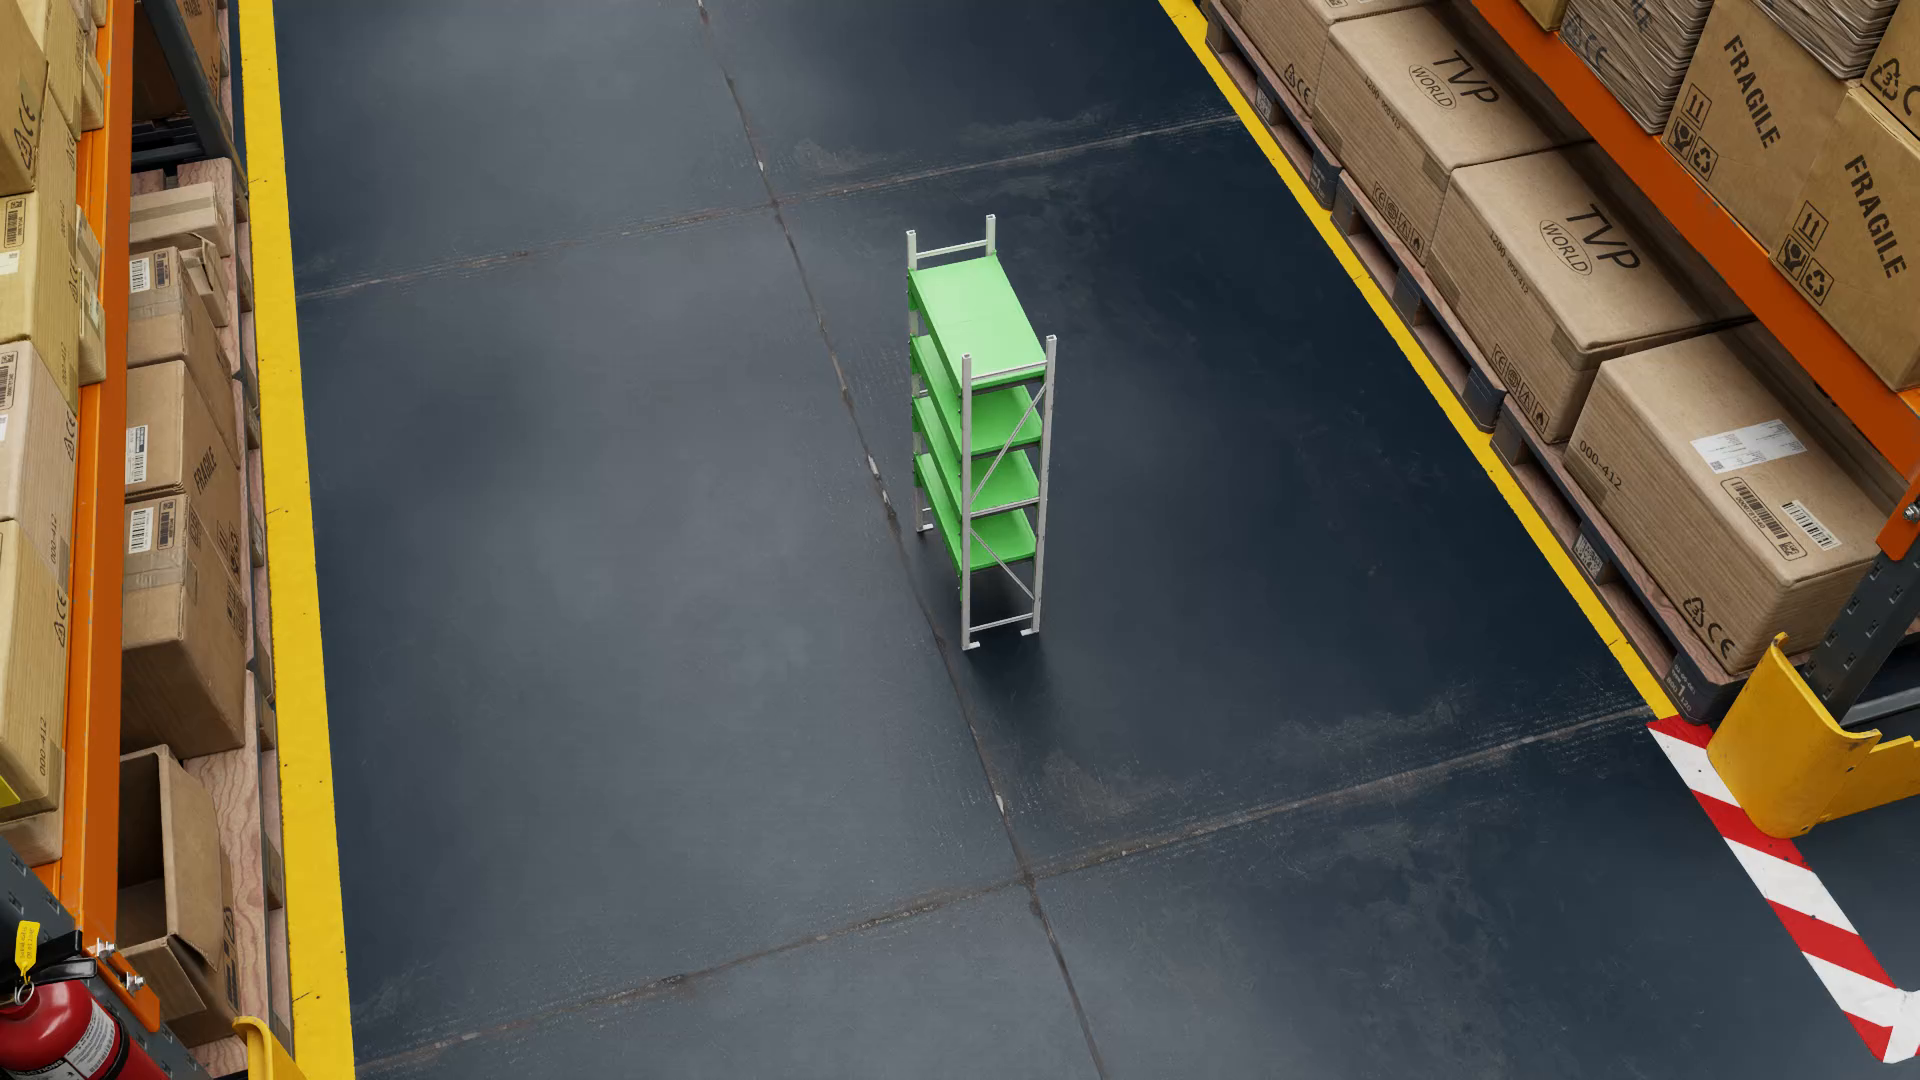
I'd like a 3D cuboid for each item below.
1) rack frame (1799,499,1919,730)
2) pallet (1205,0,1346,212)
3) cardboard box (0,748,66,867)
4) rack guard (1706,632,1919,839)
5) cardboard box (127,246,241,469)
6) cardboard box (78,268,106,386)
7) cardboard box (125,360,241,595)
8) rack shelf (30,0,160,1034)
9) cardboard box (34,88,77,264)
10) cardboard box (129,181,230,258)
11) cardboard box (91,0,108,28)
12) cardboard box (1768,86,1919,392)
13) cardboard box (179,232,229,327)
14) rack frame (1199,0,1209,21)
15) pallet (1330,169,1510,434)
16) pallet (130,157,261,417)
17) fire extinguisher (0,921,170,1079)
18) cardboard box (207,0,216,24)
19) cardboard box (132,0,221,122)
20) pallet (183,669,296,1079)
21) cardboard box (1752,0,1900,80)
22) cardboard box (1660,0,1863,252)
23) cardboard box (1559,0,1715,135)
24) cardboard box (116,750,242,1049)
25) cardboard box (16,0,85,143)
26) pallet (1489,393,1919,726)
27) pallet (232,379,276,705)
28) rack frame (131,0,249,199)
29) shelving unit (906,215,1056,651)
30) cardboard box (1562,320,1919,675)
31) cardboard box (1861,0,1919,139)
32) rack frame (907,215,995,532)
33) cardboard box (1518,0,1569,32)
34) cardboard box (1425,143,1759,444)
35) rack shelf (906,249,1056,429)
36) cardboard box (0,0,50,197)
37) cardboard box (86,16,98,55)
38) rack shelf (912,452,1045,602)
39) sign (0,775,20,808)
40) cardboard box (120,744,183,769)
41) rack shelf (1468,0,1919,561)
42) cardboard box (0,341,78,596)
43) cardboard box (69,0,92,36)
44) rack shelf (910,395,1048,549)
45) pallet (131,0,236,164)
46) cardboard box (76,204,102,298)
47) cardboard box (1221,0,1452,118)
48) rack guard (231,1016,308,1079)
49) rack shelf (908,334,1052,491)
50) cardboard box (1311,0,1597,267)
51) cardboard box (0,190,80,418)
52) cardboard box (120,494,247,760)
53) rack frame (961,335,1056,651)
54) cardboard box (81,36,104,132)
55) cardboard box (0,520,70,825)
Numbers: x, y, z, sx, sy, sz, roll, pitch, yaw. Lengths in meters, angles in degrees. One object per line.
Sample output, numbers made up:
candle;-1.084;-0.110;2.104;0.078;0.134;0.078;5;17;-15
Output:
rack frame;2.711;-0.409;3.633;1.000;3.000;0.127;-13;51;-11
pallet;1.678;-1.859;6.679;1.003;0.211;1.213;-13;51;-11
cardboard box;-1.864;0.495;3.035;0.380;0.149;0.250;-14;51;-11
rack guard;2.718;0.414;4.574;1.175;0.500;0.348;-13;51;-11
cardboard box;-2.642;-0.473;5.047;0.700;0.500;0.500;-15;52;-12
cardboard box;-2.198;-0.457;3.838;0.380;0.149;0.250;-15;51;-12
cardboard box;-2.396;-0.124;4.753;0.500;0.500;0.500;-12;51;-10
rack shelf;-2.621;-0.513;4.191;1.077;0.370;4.000;-13;51;-11
cardboard box;-2.380;-0.830;3.892;0.500;0.250;0.500;-15;51;-12
cardboard box;-2.767;-1.081;5.790;0.380;0.149;0.250;-15;51;-12
cardboard box;-2.679;-1.579;4.784;0.380;0.149;0.250;-12;51;-10
cardboard box;2.316;-0.734;3.841;0.500;0.500;0.500;-13;51;-11
cardboard box;-2.661;-0.858;5.525;0.396;0.266;0.258;-12;51;-10
rack frame;1.528;-3.331;6.096;1.000;3.000;0.127;-13;51;-11
pallet;2.043;-0.966;5.926;1.003;0.211;1.213;-13;51;-11
pallet;-3.010;-0.805;5.791;1.003;0.211;1.213;-13;51;-11
fire extinguisher;-1.544;0.864;2.854;0.296;0.674;0.183;-13;51;-11
cardboard box;-3.307;-2.326;6.609;0.500;0.500;0.500;-14;51;-11
cardboard box;-3.140;-1.939;6.283;0.500;0.500;0.500;-11;51;-9
pallet;-2.289;0.977;4.288;1.003;0.211;1.213;-13;51;-11
cardboard box;2.159;-1.437;3.780;0.500;0.500;0.500;-13;51;-11
cardboard box;2.182;-1.104;4.153;0.500;0.500;0.500;-14;51;-12
cardboard box;2.020;-1.477;4.468;0.500;0.500;0.500;-12;51;-10
cardboard box;-2.120;0.917;3.873;0.797;0.503;0.637;-15;52;-12
cardboard box;-2.531;-1.206;4.209;0.500;0.250;0.500;-14;51;-11
pallet;2.400;-0.077;5.177;1.003;0.211;1.213;-13;51;-11
pallet;-2.646;0.088;5.038;1.003;0.211;1.213;-13;51;-11
rack frame;-3.212;-2.206;5.147;1.000;3.000;0.127;-13;51;-11
shelving unit;0.049;-0.266;4.689;0.258;1.200;0.503;-13;51;-11
cardboard box;2.420;-0.178;4.839;0.875;0.438;0.875;-15;51;-12
cardboard box;2.341;-1.062;3.464;0.500;0.500;0.500;-12;51;-10
rack frame;-0.023;-0.444;4.840;0.240;1.200;0.015;-13;51;-11
cardboard box;1.855;-1.851;4.783;0.500;0.500;0.500;-12;51;-10
cardboard box;2.142;-0.845;5.401;0.875;0.438;0.875;-12;51;-10
rack shelf;0.049;-0.534;4.371;0.258;0.148;0.480;-13;51;-11
cardboard box;-2.350;-1.061;3.596;0.500;0.500;0.500;-12;51;-10
cardboard box;-2.627;-1.381;4.617;0.380;0.149;0.250;-12;51;-10
rack shelf;0.049;-0.070;4.922;0.258;0.148;0.480;-13;51;-11
sign;-1.511;0.314;2.457;0.100;0.325;0.005;-13;51;-11
cardboard box;-2.208;0.712;4.278;0.380;0.149;0.250;-15;52;-12
rack shelf;2.120;-1.638;5.139;1.077;0.370;4.000;-13;51;-11
cardboard box;-2.055;-0.092;3.269;0.500;0.250;0.500;-13;51;-11
cardboard box;-2.666;-1.574;4.518;0.500;0.250;0.500;-13;51;-11
rack shelf;0.049;-0.225;4.738;0.258;0.148;0.480;-13;51;-11
pallet;-3.489;-1.892;6.707;1.003;0.211;1.213;-13;51;-11
cardboard box;-2.295;-0.645;3.996;0.380;0.149;0.250;-12;51;-10
cardboard box;1.611;-2.157;6.508;0.875;0.438;0.875;-14;51;-12
rack guard;-2.052;1.466;3.687;1.175;0.500;0.348;-13;51;-11
rack shelf;0.049;-0.379;4.555;0.258;0.148;0.480;-13;51;-11
cardboard box;1.877;-1.504;5.957;0.875;0.438;0.875;-15;51;-12
cardboard box;-2.209;-0.462;3.581;0.500;0.250;0.500;-14;51;-12
cardboard box;-2.335;0.285;4.408;0.700;0.500;0.500;-11;51;-9
rack frame;0.121;-0.088;4.539;0.240;1.200;0.015;-13;51;-11
cardboard box;-2.525;-1.201;4.465;0.380;0.149;0.250;-14;51;-12
cardboard box;-1.906;0.276;2.959;0.500;0.250;0.500;-13;51;-11
